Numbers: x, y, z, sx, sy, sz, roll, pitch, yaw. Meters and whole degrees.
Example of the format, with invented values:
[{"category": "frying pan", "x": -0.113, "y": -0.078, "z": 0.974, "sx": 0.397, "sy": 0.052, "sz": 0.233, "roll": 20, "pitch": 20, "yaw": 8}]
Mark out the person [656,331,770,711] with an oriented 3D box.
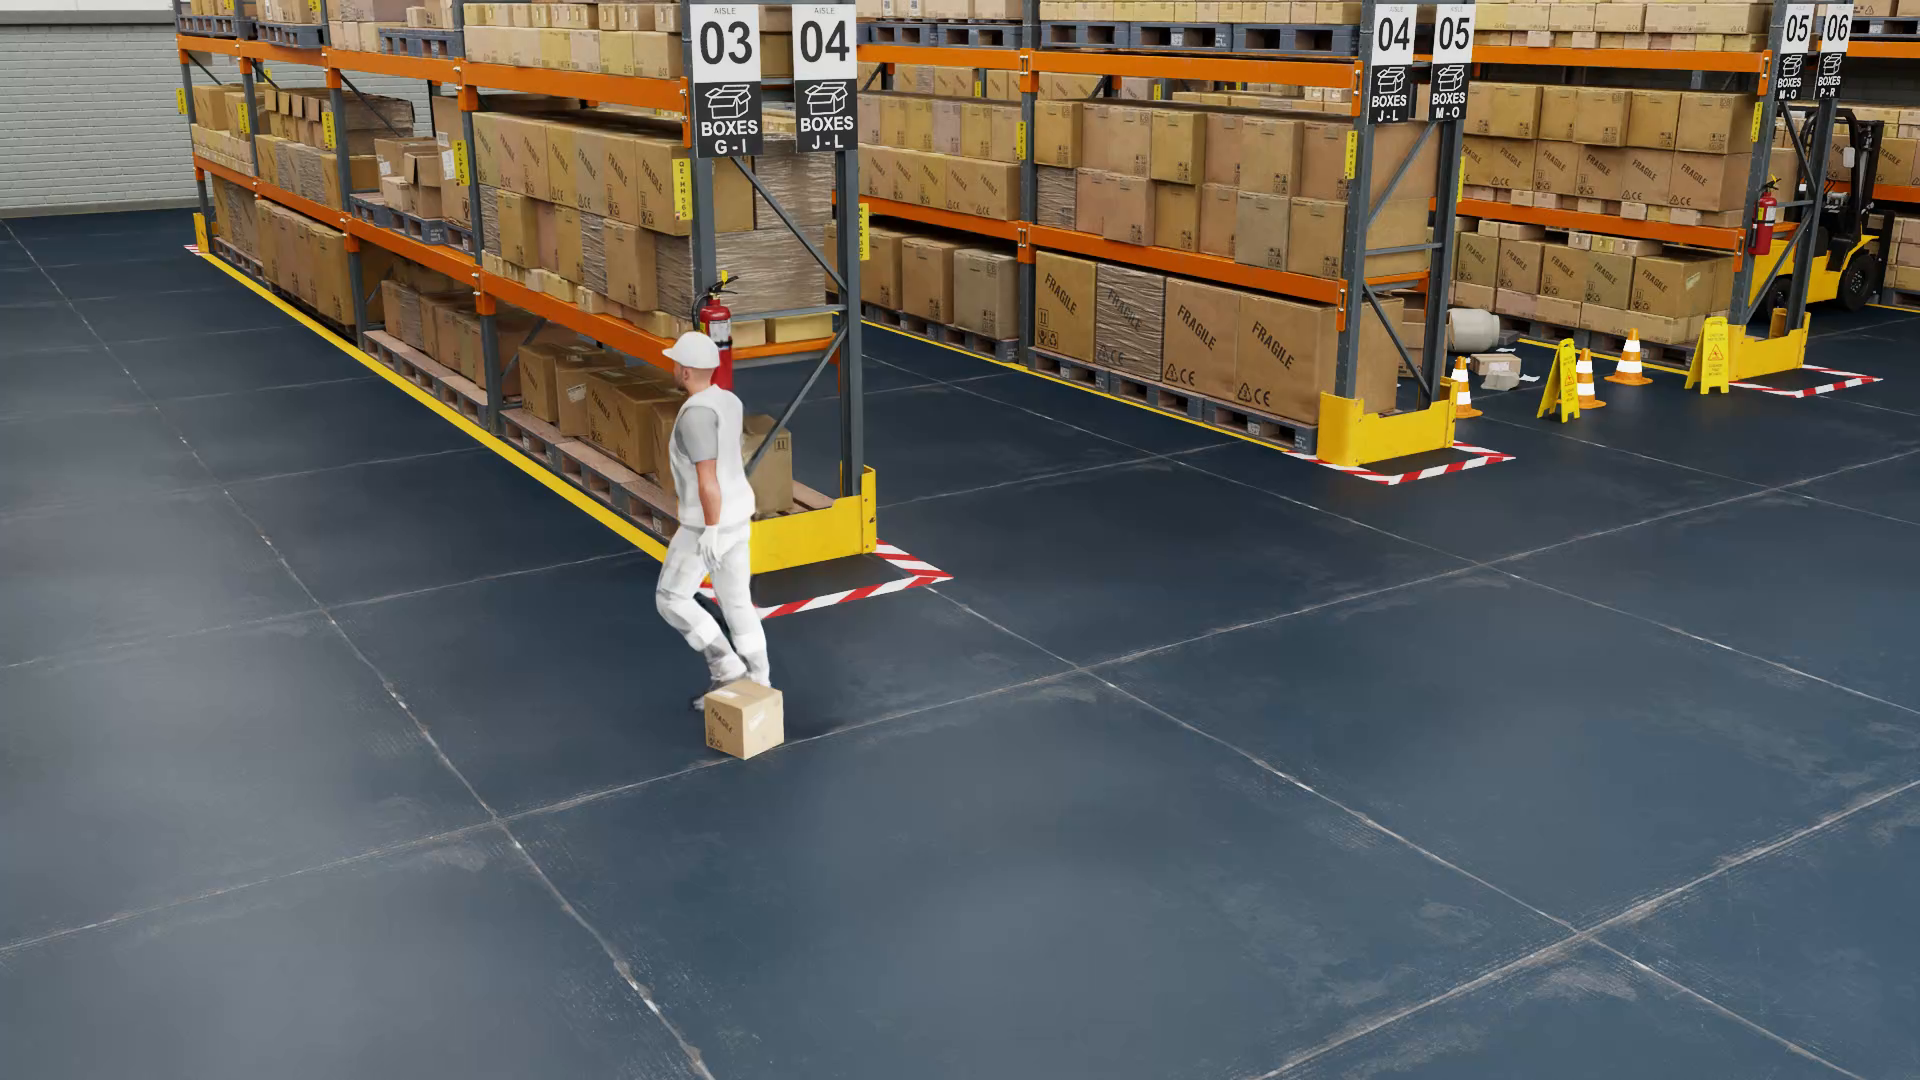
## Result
[{"category": "person", "x": -1.136, "y": -0.075, "z": 7.691, "sx": 0.483, "sy": 1.770, "sz": 0.580, "roll": 5, "pitch": 19, "yaw": 16}]
